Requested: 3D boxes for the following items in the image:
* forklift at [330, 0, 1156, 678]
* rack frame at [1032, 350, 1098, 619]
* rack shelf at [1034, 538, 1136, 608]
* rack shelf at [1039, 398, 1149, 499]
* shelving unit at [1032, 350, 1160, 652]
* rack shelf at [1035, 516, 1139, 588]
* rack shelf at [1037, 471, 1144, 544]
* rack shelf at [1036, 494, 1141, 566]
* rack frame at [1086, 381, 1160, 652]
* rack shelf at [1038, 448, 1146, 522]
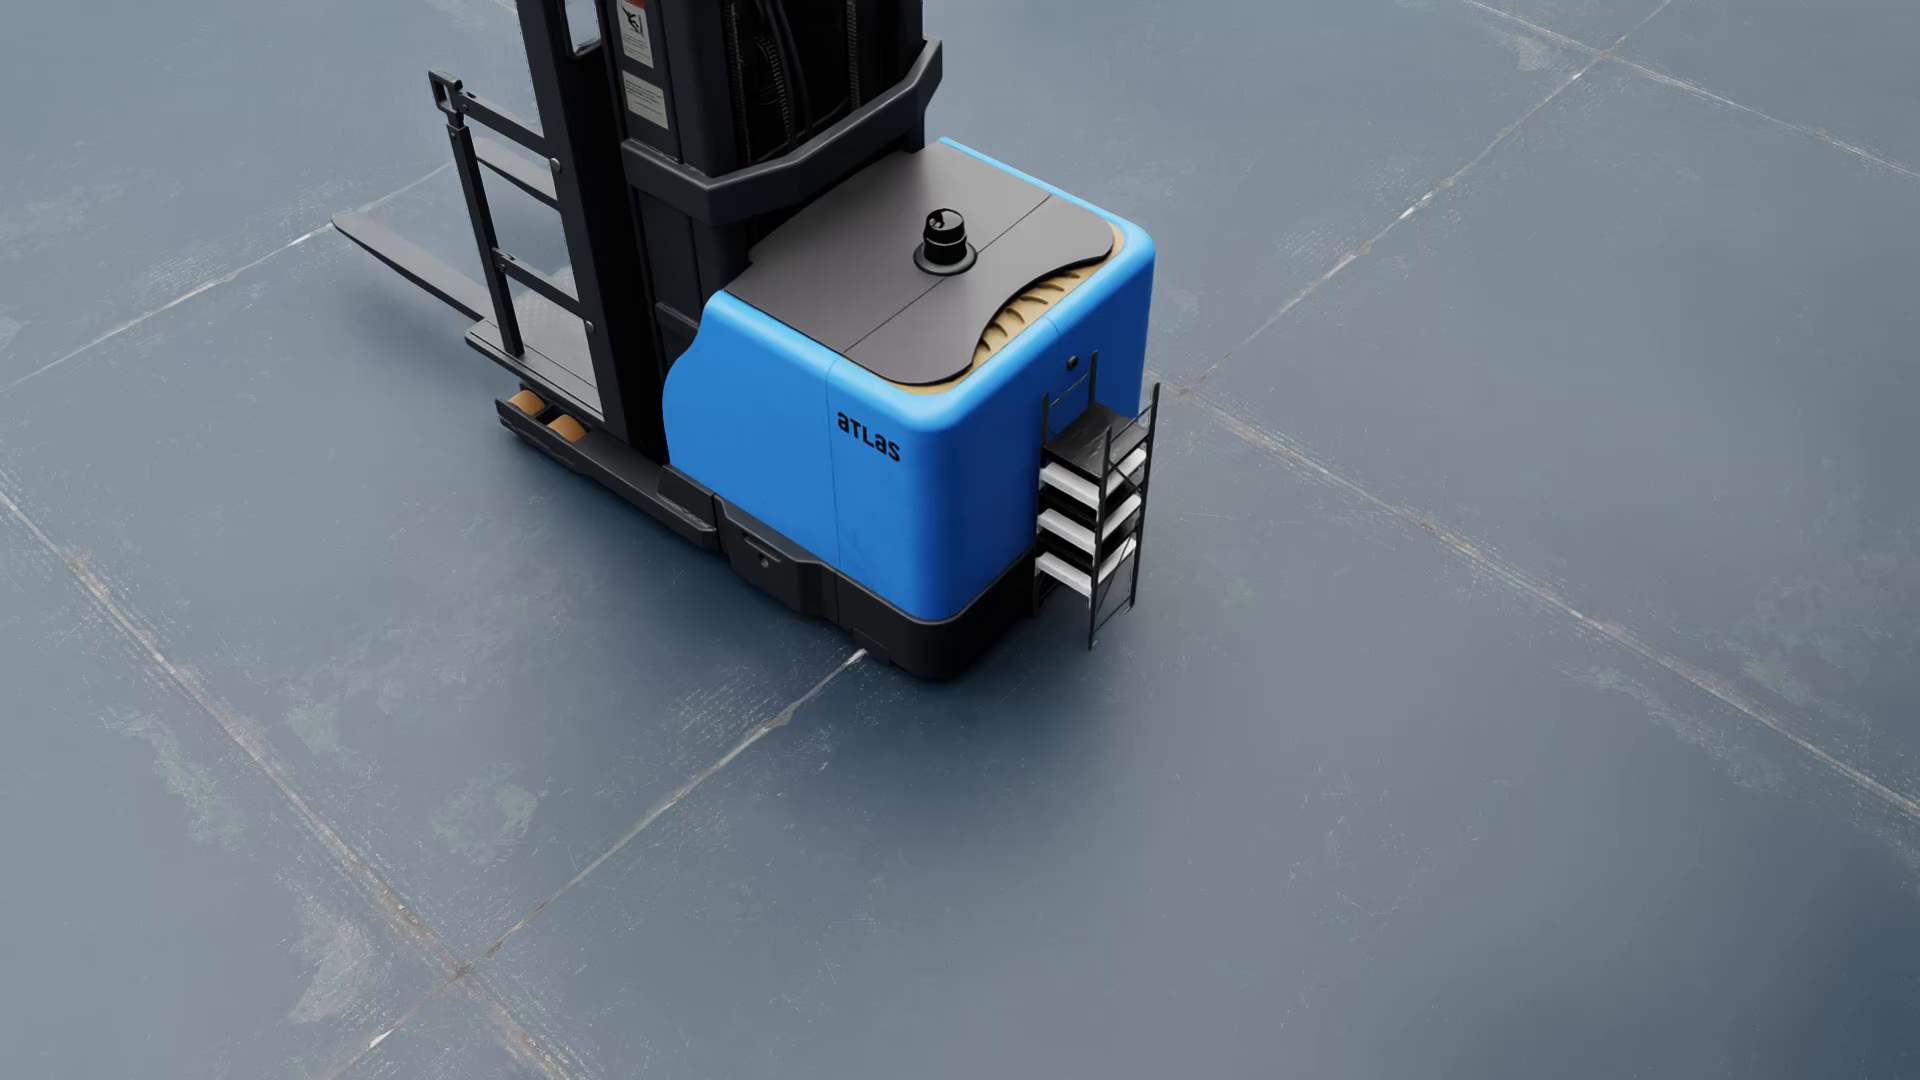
[{"bbox_3d":[-0.906,-1.516,4.663,3.031,2.935,1.130,31,54,26],"label":"forklift"},{"bbox_3d":[0.295,-0.137,4.762,0.006,0.900,0.240,31,54,26],"label":"rack frame"},{"bbox_3d":[0.374,0.056,4.873,0.200,0.077,0.258,31,54,26],"label":"rack shelf"},{"bbox_3d":[0.374,-0.252,4.545,0.200,0.077,0.258,31,54,26],"label":"rack shelf"},{"bbox_3d":[0.374,-0.090,4.718,0.210,0.900,0.258,31,54,26],"label":"shelving unit"},{"bbox_3d":[0.374,-0.006,4.808,0.200,0.077,0.258,31,54,26],"label":"rack shelf"},{"bbox_3d":[0.374,-0.129,4.676,0.200,0.077,0.258,31,54,26],"label":"rack shelf"},{"bbox_3d":[0.374,-0.068,4.742,0.200,0.077,0.258,31,54,26],"label":"rack shelf"},{"bbox_3d":[0.453,-0.044,4.674,0.006,0.900,0.240,31,54,26],"label":"rack frame"},{"bbox_3d":[0.374,-0.191,4.611,0.200,0.077,0.258,31,54,26],"label":"rack shelf"}]
